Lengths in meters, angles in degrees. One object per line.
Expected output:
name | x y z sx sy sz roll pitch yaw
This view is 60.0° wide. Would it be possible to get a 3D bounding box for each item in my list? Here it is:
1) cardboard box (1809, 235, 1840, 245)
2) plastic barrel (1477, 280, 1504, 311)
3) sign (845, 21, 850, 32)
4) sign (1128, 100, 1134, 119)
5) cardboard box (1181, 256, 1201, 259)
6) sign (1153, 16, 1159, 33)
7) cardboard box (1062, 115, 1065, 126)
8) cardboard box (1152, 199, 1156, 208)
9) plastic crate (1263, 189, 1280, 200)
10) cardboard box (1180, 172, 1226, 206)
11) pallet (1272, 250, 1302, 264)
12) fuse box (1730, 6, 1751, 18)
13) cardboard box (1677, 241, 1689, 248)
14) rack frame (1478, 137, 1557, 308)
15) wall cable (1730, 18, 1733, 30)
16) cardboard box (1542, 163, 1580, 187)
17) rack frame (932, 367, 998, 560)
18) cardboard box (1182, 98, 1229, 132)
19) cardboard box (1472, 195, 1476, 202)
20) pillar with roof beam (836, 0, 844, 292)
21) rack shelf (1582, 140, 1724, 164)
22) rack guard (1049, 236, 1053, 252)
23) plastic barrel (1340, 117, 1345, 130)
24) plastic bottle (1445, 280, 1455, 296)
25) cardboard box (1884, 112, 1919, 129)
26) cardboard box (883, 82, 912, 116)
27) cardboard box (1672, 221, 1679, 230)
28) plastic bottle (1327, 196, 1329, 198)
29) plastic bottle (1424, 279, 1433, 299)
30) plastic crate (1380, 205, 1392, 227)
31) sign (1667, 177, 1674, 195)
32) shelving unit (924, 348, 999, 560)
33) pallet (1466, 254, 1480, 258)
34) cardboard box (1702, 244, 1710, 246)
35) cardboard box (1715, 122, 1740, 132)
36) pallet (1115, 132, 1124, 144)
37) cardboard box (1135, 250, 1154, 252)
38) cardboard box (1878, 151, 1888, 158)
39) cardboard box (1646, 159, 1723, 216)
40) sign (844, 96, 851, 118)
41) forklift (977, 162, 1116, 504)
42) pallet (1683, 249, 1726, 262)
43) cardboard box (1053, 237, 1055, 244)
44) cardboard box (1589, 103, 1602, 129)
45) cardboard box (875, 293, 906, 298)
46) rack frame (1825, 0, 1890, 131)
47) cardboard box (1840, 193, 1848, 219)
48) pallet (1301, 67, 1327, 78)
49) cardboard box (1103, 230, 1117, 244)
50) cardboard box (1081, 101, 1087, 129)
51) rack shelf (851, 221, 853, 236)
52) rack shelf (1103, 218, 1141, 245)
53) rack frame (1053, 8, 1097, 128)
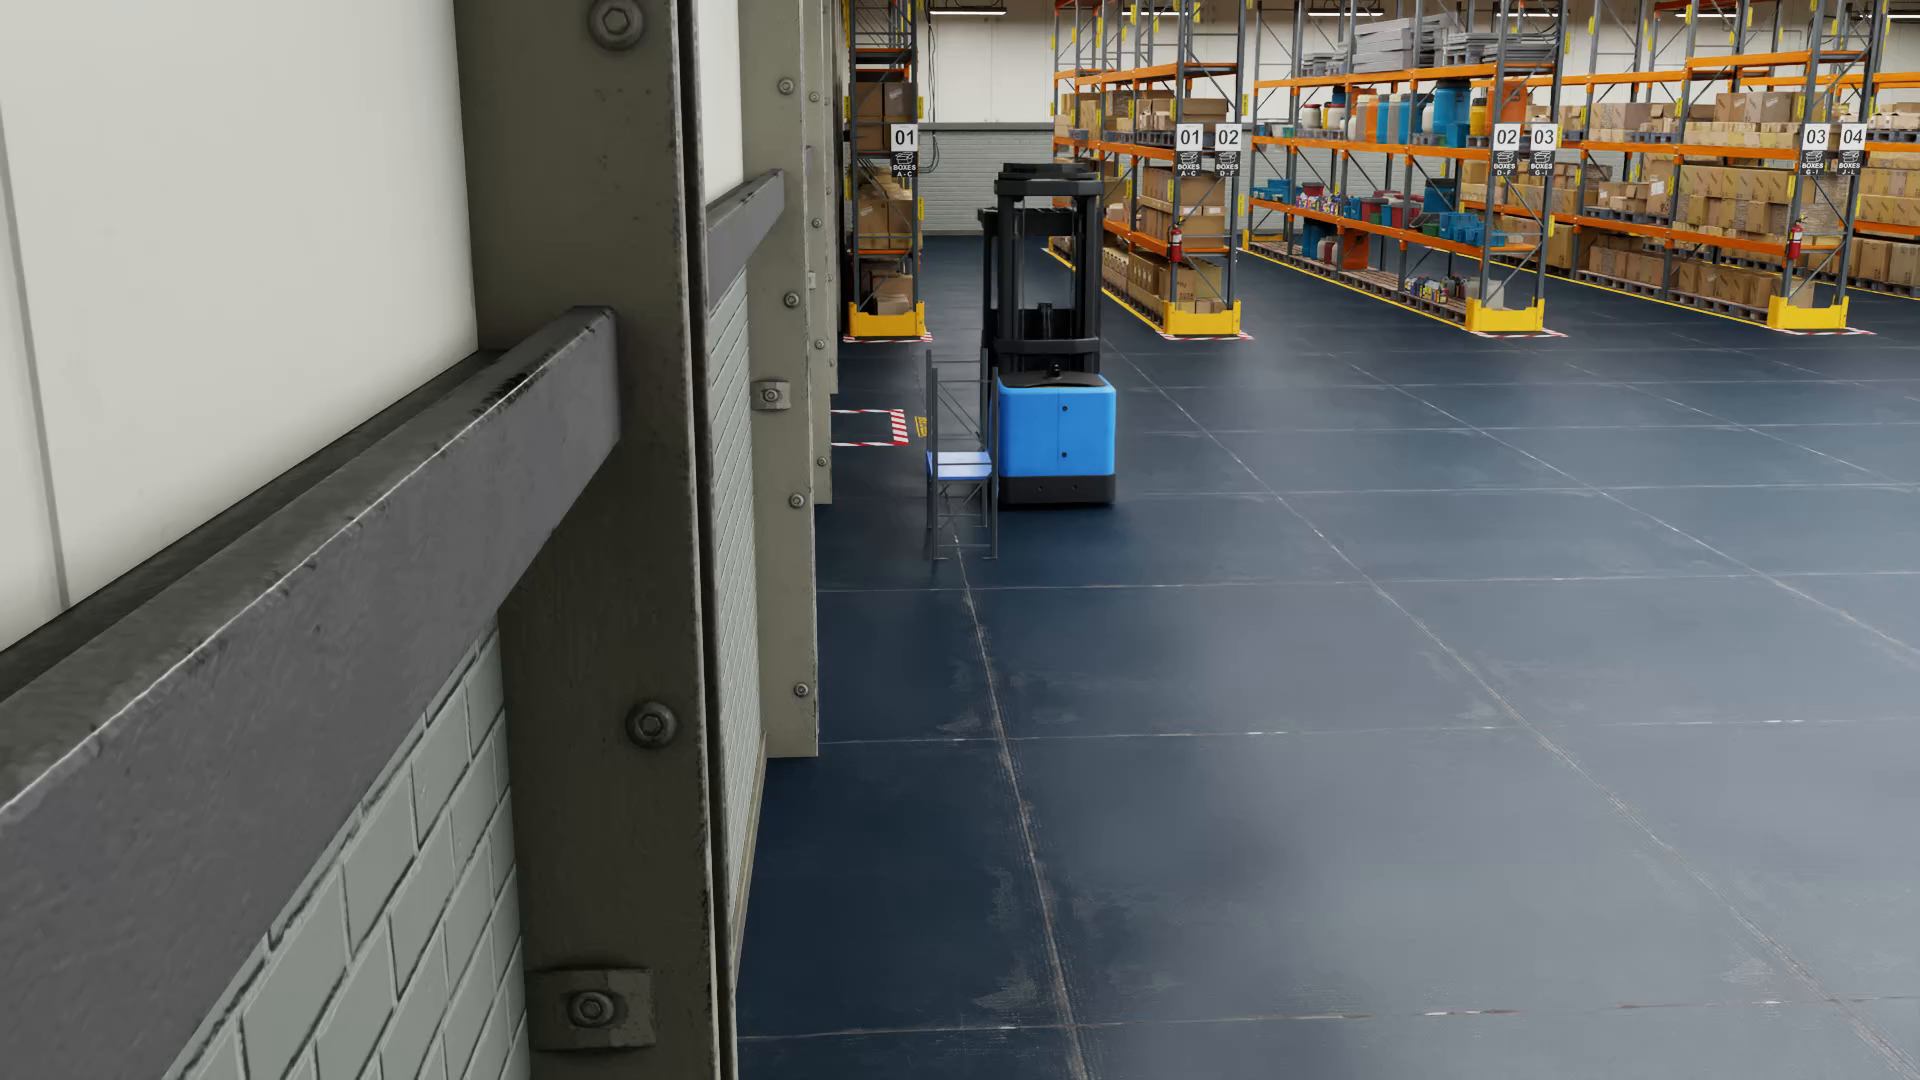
cardboard box | 13.907 -4.829 26.778 0.380 0.149 0.250 -1 14 -3
plastic barrel | 8.626 -3.960 27.049 0.421 0.512 0.421 0 14 0
sign | -2.194 -10.061 32.378 0.100 0.325 0.005 -1 14 -3
sign | 3.010 -7.563 29.213 0.100 0.325 0.005 -1 14 -3
cardboard box | 3.852 -4.593 28.527 0.500 0.500 0.500 -1 14 -3
sign | 3.857 -10.157 32.752 0.100 0.325 0.005 -1 14 -3
cardboard box | 2.668 -9.820 38.952 0.500 0.250 0.500 -1 14 -3
cardboard box | 3.458 -5.691 28.123 0.380 0.149 0.250 -1 14 -5
plastic crate | 7.520 -8.333 40.108 0.416 0.233 0.300 -1 14 -3
cardboard box | 3.779 -5.530 26.195 0.700 0.500 0.500 -1 14 -3
pallet | 7.915 -6.616 38.815 1.003 0.211 1.213 -1 14 -3
fuse box | 21.963 -14.854 46.779 0.513 0.334 0.176 -1 14 -3
cardboard box | 17.471 -7.084 39.918 0.380 0.149 0.250 -1 14 -4
rack frame | 8.743 -4.799 26.160 1.000 3.000 0.127 -1 14 -3
wall cable | 21.953 -13.324 47.251 0.463 3.000 0.029 -1 14 -3
cardboard box | 13.076 -7.911 36.038 0.797 0.503 0.637 0 14 -2
rack frame | 0.037 -0.579 12.766 0.500 1.500 0.032 -1 14 -3
cardboard box | 3.768 -6.641 25.966 0.797 0.503 0.637 0 14 0
cardboard box | 12.502 -8.192 39.851 0.380 0.149 0.250 -1 14 -3
pillar with roof beam | 1.873 -9.271 31.501 9.100 9.000 0.400 -1 14 -3
rack shelf | 13.315 -7.472 31.973 1.077 0.370 4.000 -1 14 -3
rack guard | 2.812 -7.474 41.570 1.175 0.500 0.348 -1 14 -3
plastic barrel | 8.035 -8.642 34.511 0.301 0.262 0.301 0 14 0
plastic bottle | 8.688 -4.476 29.487 0.152 0.276 0.135 -1 14 -3
cardboard box | 18.067 -8.016 31.777 0.500 0.311 0.500 -1 14 -5
cardboard box | -0.927 -6.741 25.439 0.500 0.500 0.500 -2 15 -7
cardboard box | 13.152 -5.691 30.129 0.380 0.149 0.250 -1 14 -3
plastic bottle | 8.347 -7.631 37.413 0.152 0.276 0.135 -1 14 -3
plastic bottle | 8.169 -4.365 28.903 0.144 0.351 0.185 -1 14 -4
plastic crate | 8.116 -6.056 31.076 0.392 0.384 0.575 -1 14 -3
sign | 12.885 -6.422 30.142 0.100 0.325 0.005 -1 14 -3
shelving unit | 0.005 -0.705 13.257 0.538 1.500 1.048 -1 14 -3
pallet | 12.895 -7.004 40.326 1.003 0.211 1.213 -1 14 -3
cardboard box | 17.563 -6.952 38.807 0.380 0.149 0.250 -1 14 -2
cardboard box | 13.219 -7.097 28.572 0.380 0.149 0.250 -1 14 -4
pallet | 3.507 -7.629 31.518 1.003 0.211 1.213 0 14 -1
cardboard box | 3.649 -5.476 32.338 0.500 0.311 0.500 -1 14 -4
cardboard box | 22.451 -9.312 40.188 0.380 0.149 0.250 -1 14 -3
cardboard box | 13.529 -6.564 30.973 1.000 1.000 1.000 -1 14 -3
sign | -1.700 -6.524 25.067 0.100 0.325 0.005 -1 14 -3
forklift | 0.739 -2.049 15.609 1.130 2.935 3.031 -1 14 -4
pallet | 17.823 -6.728 39.251 1.003 0.211 1.213 -1 14 -3
cardboard box | 2.506 -7.372 40.963 0.380 0.166 0.250 -1 14 -3
cardboard box | 12.963 -8.488 33.272 0.500 0.500 0.500 -1 14 -3
cardboard box | -1.133 -3.873 27.071 0.500 0.311 0.500 0 14 1
rack frame | 18.148 -9.822 33.642 1.000 3.000 0.127 -1 14 -3
cardboard box | 17.940 -6.723 33.436 0.500 0.500 0.500 -1 14 -4
pallet | 8.081 -10.199 36.287 1.003 0.211 1.213 -1 14 -3
cardboard box | 3.003 -6.322 34.706 0.500 0.250 0.500 0 14 -1
cardboard box | 3.013 -9.335 36.523 0.600 0.600 0.600 -2 15 -9
rack shelf | -1.517 -5.790 31.455 1.077 0.370 4.000 -1 14 -3
rack shelf | 3.427 -5.868 31.756 1.077 0.370 4.000 -1 14 -3
rack frame | 2.808 -11.608 40.584 1.000 3.000 0.127 -1 14 -3
